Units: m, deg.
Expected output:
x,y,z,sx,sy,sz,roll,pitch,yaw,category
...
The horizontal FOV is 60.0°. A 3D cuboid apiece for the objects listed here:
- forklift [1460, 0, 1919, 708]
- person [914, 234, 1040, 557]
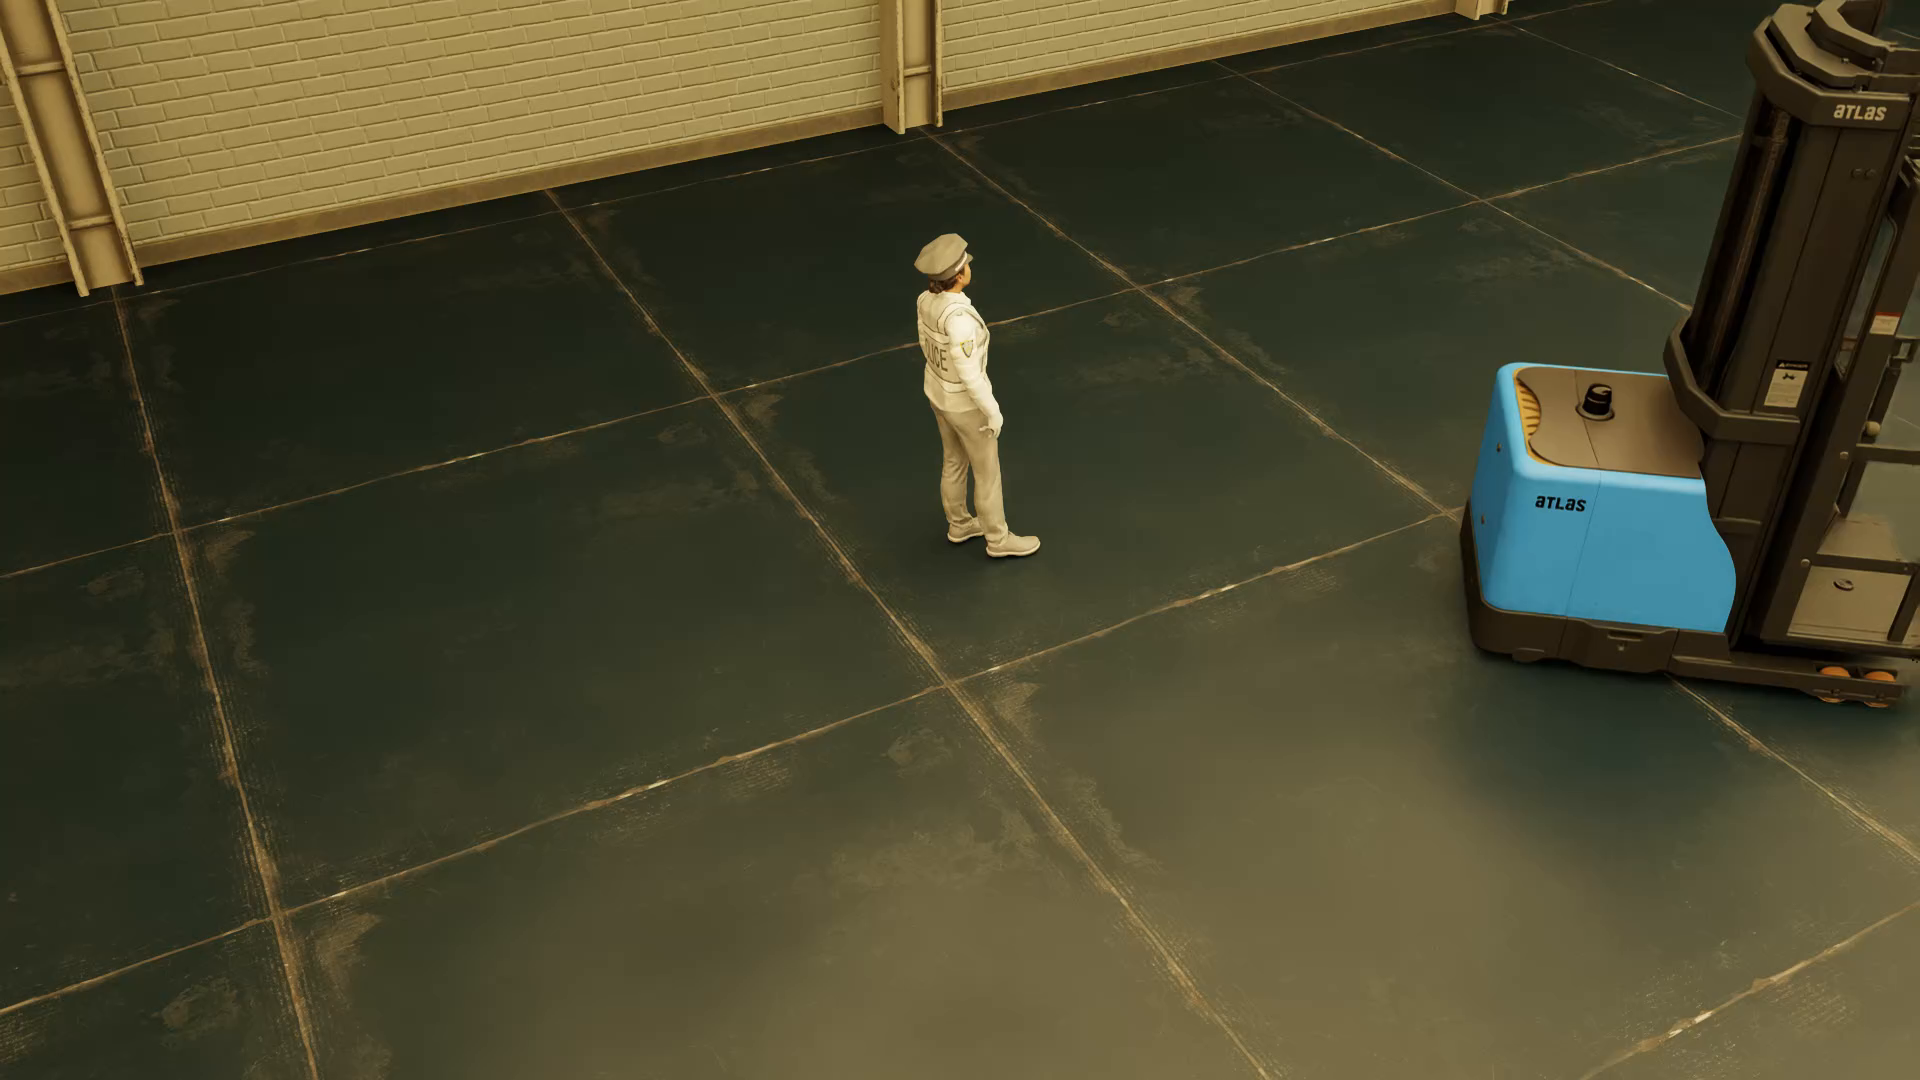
x,y,z,sx,sy,sz,roll,pitch,yaw,category
3.991,-0.766,7.206,3.031,2.935,1.130,6,36,8,forklift
0.063,-0.713,8.190,0.531,1.695,0.588,-17,39,-23,person
